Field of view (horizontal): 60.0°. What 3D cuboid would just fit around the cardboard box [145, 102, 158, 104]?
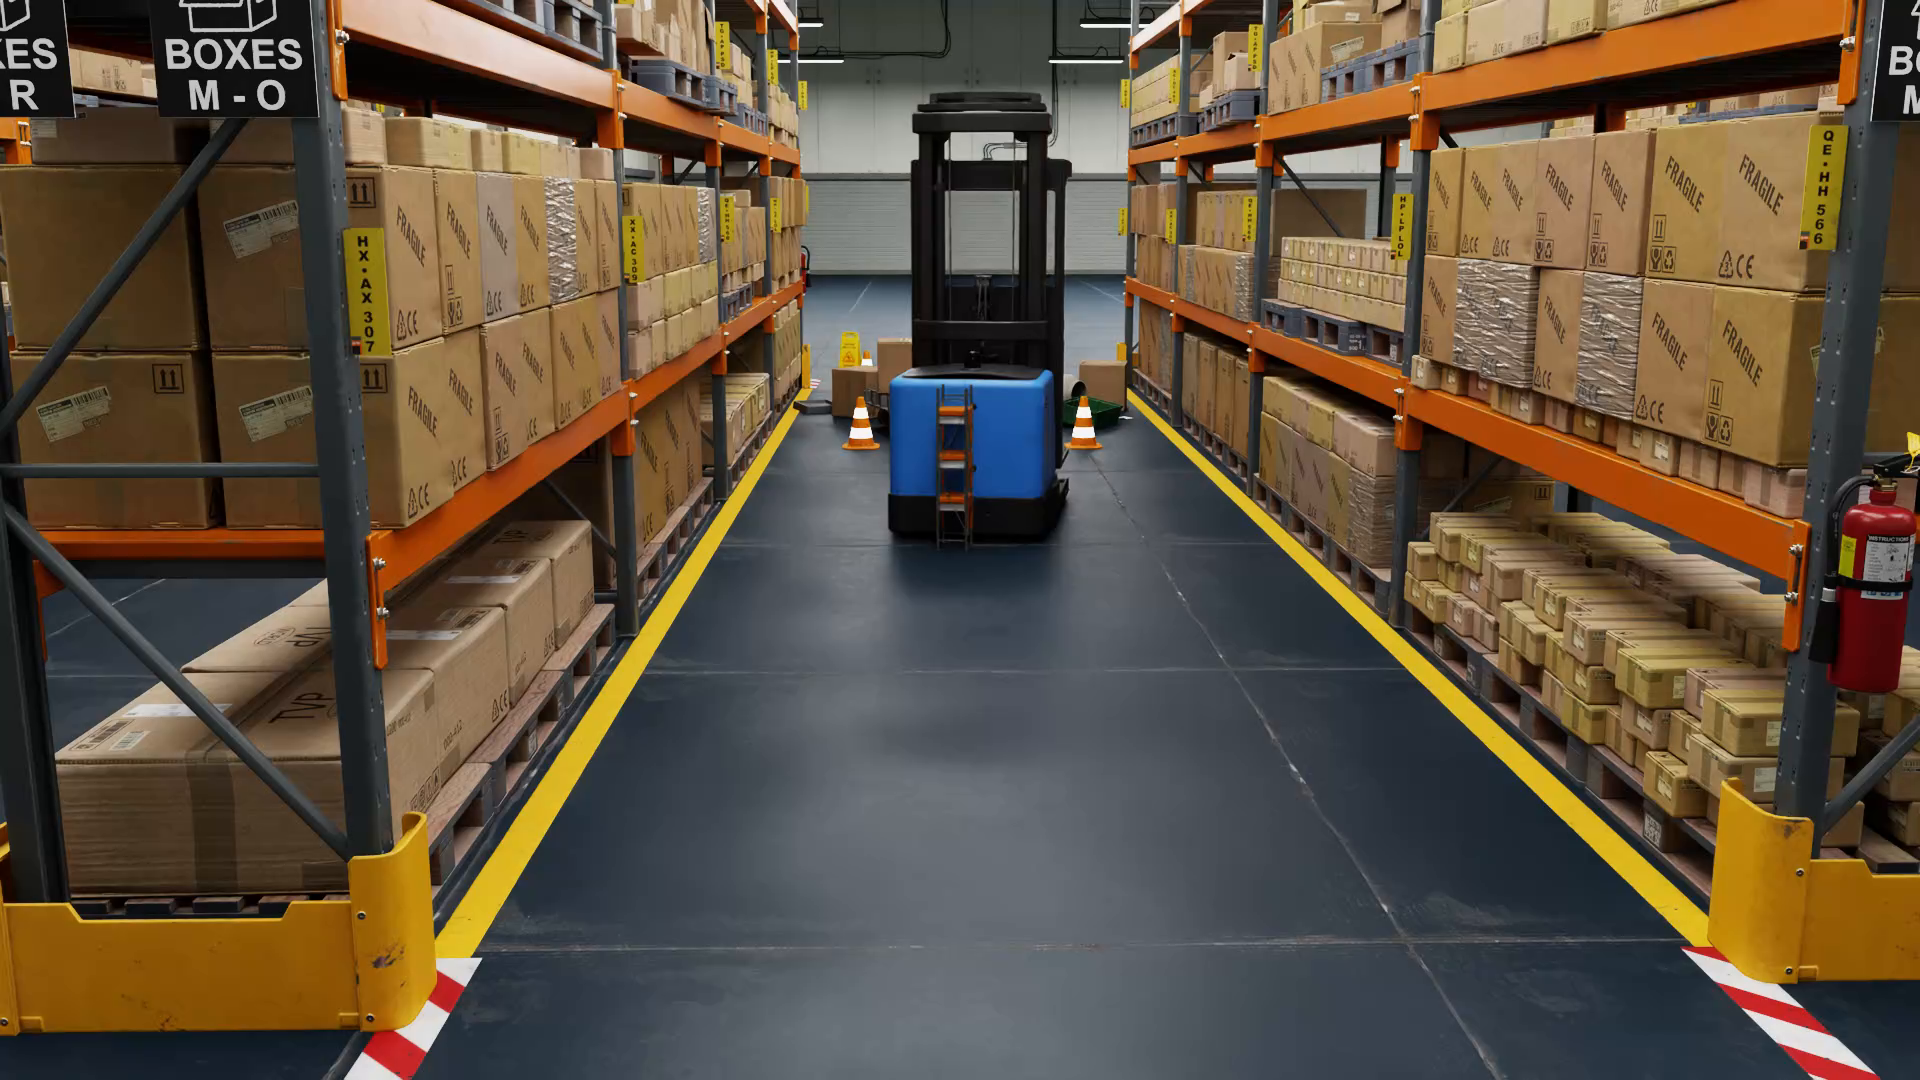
[{"bbox_3d":[-6.969,-3.925,14.640,0.380,0.149,0.250,0,11,-1],"label":"cardboard box"}]

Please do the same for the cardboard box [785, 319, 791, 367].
[{"bbox_3d":[-2.107,-2.115,17.913,0.500,0.500,0.500,0,11,2],"label":"cardboard box"}]

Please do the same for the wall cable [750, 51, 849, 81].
[{"bbox_3d":[-4.919,-13.652,50.828,3.097,2.526,0.112,0,11,-1],"label":"wall cable"}]

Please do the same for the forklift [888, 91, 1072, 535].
[{"bbox_3d":[0.230,-1.710,12.114,1.130,2.935,3.031,2,12,7],"label":"forklift"}]

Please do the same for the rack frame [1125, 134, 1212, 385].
[{"bbox_3d":[2.531,-3.397,20.259,1.000,3.000,0.127,0,11,-1],"label":"rack frame"}]

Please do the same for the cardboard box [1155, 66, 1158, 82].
[{"bbox_3d":[2.262,-4.917,17.524,0.380,0.149,0.250,0,11,-2],"label":"cardboard box"}]

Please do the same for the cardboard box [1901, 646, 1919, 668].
[{"bbox_3d":[3.188,0.473,5.802,0.380,0.149,0.250,0,11,-1],"label":"cardboard box"}]

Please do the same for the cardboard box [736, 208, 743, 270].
[{"bbox_3d":[-2.064,-2.466,13.616,0.500,0.500,0.500,0,11,0],"label":"cardboard box"}]

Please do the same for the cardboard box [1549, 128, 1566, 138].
[{"bbox_3d":[7.244,-4.697,19.500,0.500,0.250,0.500,0,11,1],"label":"cardboard box"}]

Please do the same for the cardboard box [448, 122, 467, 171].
[{"bbox_3d":[-1.806,-1.261,5.332,0.380,0.149,0.250,-1,11,-3],"label":"cardboard box"}]

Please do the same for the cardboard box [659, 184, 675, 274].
[{"bbox_3d":[-1.936,-1.800,9.619,0.500,0.500,0.500,-1,11,-3],"label":"cardboard box"}]

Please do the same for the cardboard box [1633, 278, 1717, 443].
[{"bbox_3d":[2.590,-0.602,5.482,0.500,0.500,0.500,0,11,-2],"label":"cardboard box"}]

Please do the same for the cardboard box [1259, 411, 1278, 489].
[{"bbox_3d":[2.456,-0.646,11.929,0.500,0.500,0.500,-1,11,-4],"label":"cardboard box"}]

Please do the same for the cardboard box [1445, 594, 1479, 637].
[{"bbox_3d":[2.528,0.356,7.876,0.380,0.149,0.250,0,11,-1],"label":"cardboard box"}]

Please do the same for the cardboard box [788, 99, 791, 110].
[{"bbox_3d":[-2.123,-4.926,18.879,0.380,0.149,0.250,0,11,-2],"label":"cardboard box"}]

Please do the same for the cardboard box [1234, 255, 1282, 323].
[{"bbox_3d":[2.419,-1.944,12.846,0.500,0.500,0.500,0,11,-1],"label":"cardboard box"}]

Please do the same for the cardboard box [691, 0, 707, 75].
[{"bbox_3d":[-2.040,-3.295,10.905,0.700,0.500,0.500,-1,11,-4],"label":"cardboard box"}]

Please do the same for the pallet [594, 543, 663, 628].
[{"bbox_3d":[-2.259,0.242,9.334,1.003,0.211,1.213,0,11,-1],"label":"pallet"}]

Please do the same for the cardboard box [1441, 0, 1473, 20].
[{"bbox_3d":[2.549,-2.556,7.692,0.500,0.250,0.500,0,11,1],"label":"cardboard box"}]

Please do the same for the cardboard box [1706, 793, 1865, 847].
[{"bbox_3d":[2.642,0.871,5.335,0.380,0.149,0.250,0,11,0],"label":"cardboard box"}]

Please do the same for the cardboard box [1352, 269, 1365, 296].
[{"bbox_3d":[2.550,-1.526,9.865,0.380,0.149,0.250,-1,11,-4],"label":"cardboard box"}]

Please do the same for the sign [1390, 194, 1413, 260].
[{"bbox_3d":[2.224,-1.576,8.371,0.100,0.325,0.005,0,11,-1],"label":"sign"}]

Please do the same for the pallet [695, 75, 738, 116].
[{"bbox_3d":[-2.184,-3.016,11.312,1.213,0.211,1.003,0,11,1],"label":"pallet"}]

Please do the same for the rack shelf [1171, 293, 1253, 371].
[{"bbox_3d":[2.655,-1.852,14.452,1.077,0.370,4.000,0,11,-1],"label":"rack shelf"}]

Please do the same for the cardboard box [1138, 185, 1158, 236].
[{"bbox_3d":[2.479,-3.705,18.684,0.875,0.550,0.550,0,11,-1],"label":"cardboard box"}]

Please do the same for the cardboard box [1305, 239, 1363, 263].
[{"bbox_3d":[2.526,-1.933,11.124,0.380,0.149,0.250,-1,11,-4],"label":"cardboard box"}]

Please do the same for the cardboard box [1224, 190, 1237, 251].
[{"bbox_3d":[2.662,-2.739,14.250,0.700,0.500,0.500,0,11,-2],"label":"cardboard box"}]

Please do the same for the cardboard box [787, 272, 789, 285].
[{"bbox_3d":[-2.098,-2.906,18.471,0.380,0.149,0.250,0,11,-2],"label":"cardboard box"}]

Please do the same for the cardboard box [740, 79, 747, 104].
[{"bbox_3d":[-2.171,-3.948,14.750,0.500,0.250,0.500,0,11,0],"label":"cardboard box"}]

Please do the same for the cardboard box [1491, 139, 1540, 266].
[{"bbox_3d":[2.550,-1.402,6.913,0.500,0.500,0.500,0,11,0],"label":"cardboard box"}]

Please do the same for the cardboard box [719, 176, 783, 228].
[{"bbox_3d":[-2.125,-3.335,16.437,0.700,0.500,0.500,0,11,-2],"label":"cardboard box"}]

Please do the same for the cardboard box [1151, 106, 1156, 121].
[{"bbox_3d":[2.254,-4.578,17.860,0.380,0.149,0.250,0,11,-1],"label":"cardboard box"}]

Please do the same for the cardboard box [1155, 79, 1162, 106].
[{"bbox_3d":[2.328,-4.696,17.438,0.500,0.250,0.500,0,11,-2],"label":"cardboard box"}]

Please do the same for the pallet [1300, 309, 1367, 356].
[{"bbox_3d":[2.778,-1.319,10.501,1.003,0.211,1.213,0,11,-1],"label":"pallet"}]

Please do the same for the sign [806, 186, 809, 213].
[{"bbox_3d":[-1.860,-4.077,19.905,0.100,0.325,0.005,0,11,-1],"label":"sign"}]

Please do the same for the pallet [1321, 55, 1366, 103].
[{"bbox_3d":[2.848,-2.719,9.845,1.213,0.211,1.003,0,11,-1],"label":"pallet"}]

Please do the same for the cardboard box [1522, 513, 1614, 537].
[{"bbox_3d":[3.047,-0.042,8.340,0.380,0.149,0.250,0,11,0],"label":"cardboard box"}]

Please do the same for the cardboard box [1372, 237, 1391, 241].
[{"bbox_3d":[3.165,-2.085,11.873,0.380,0.149,0.250,-1,11,-3],"label":"cardboard box"}]

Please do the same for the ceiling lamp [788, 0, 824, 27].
[{"bbox_3d":[-3.868,-12.398,34.857,2.000,3.185,0.800,0,11,-1],"label":"ceiling lamp"}]

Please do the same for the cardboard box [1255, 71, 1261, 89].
[{"bbox_3d":[2.464,-3.535,12.676,0.380,0.166,0.250,0,11,-1],"label":"cardboard box"}]

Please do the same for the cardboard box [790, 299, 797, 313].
[{"bbox_3d":[-2.064,-2.669,19.014,0.380,0.149,0.250,0,11,0],"label":"cardboard box"}]

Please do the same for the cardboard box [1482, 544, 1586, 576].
[{"bbox_3d":[2.608,0.114,7.569,0.380,0.149,0.250,-1,11,-3],"label":"cardboard box"}]

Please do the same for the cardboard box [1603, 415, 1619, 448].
[{"bbox_3d":[2.634,-0.413,6.184,0.380,0.149,0.250,-1,11,-4],"label":"cardboard box"}]

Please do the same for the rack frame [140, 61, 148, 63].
[{"bbox_3d":[-7.296,-5.480,15.440,1.000,3.000,0.127,0,11,-1],"label":"rack frame"}]

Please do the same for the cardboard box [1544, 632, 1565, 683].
[{"bbox_3d":[2.543,0.468,6.573,0.380,0.149,0.250,0,11,2],"label":"cardboard box"}]

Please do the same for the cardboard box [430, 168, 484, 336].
[{"bbox_3d":[-1.828,-0.914,5.255,0.500,0.500,0.500,-1,11,-3],"label":"cardboard box"}]

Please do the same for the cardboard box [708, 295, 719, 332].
[{"bbox_3d":[-1.980,-1.593,11.746,0.500,0.250,0.500,-1,11,-3],"label":"cardboard box"}]

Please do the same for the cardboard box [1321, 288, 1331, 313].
[{"bbox_3d":[2.533,-1.536,10.662,0.380,0.149,0.250,0,11,0],"label":"cardboard box"}]

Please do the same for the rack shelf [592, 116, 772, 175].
[{"bbox_3d":[-2.292,-3.281,13.954,1.077,0.370,4.000,0,11,-1],"label":"rack shelf"}]

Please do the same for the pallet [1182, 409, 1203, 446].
[{"bbox_3d":[2.705,-1.082,15.862,1.003,0.211,1.213,0,11,-1],"label":"pallet"}]

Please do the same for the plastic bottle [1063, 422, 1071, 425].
[{"bbox_3d":[1.099,-1.210,16.872,0.133,0.061,0.283,-7,13,-30],"label":"plastic bottle"}]

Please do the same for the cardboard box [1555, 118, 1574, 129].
[{"bbox_3d":[7.175,-4.882,19.407,0.380,0.149,0.250,0,11,0],"label":"cardboard box"}]

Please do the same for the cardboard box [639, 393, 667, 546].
[{"bbox_3d":[-2.287,-0.438,9.962,0.875,0.875,0.875,0,11,0],"label":"cardboard box"}]

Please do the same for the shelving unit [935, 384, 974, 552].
[{"bbox_3d":[-0.034,-0.465,10.709,0.215,1.050,0.252,2,12,7],"label":"shelving unit"}]

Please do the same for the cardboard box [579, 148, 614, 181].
[{"bbox_3d":[-1.843,-1.768,7.833,0.380,0.149,0.250,0,11,-2],"label":"cardboard box"}]

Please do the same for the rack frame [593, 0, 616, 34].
[{"bbox_3d":[-2.168,-3.911,7.705,1.000,3.000,0.127,0,11,-1],"label":"rack frame"}]

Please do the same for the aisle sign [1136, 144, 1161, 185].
[{"bbox_3d":[2.230,-4.684,20.064,0.394,0.787,0.004,0,11,-1],"label":"aisle sign"}]

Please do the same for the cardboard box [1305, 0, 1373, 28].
[{"bbox_3d":[2.485,-3.466,10.880,0.396,0.266,0.258,0,11,-1],"label":"cardboard box"}]

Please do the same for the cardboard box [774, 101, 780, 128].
[{"bbox_3d":[-2.088,-4.295,16.769,0.500,0.250,0.500,0,11,-2],"label":"cardboard box"}]
